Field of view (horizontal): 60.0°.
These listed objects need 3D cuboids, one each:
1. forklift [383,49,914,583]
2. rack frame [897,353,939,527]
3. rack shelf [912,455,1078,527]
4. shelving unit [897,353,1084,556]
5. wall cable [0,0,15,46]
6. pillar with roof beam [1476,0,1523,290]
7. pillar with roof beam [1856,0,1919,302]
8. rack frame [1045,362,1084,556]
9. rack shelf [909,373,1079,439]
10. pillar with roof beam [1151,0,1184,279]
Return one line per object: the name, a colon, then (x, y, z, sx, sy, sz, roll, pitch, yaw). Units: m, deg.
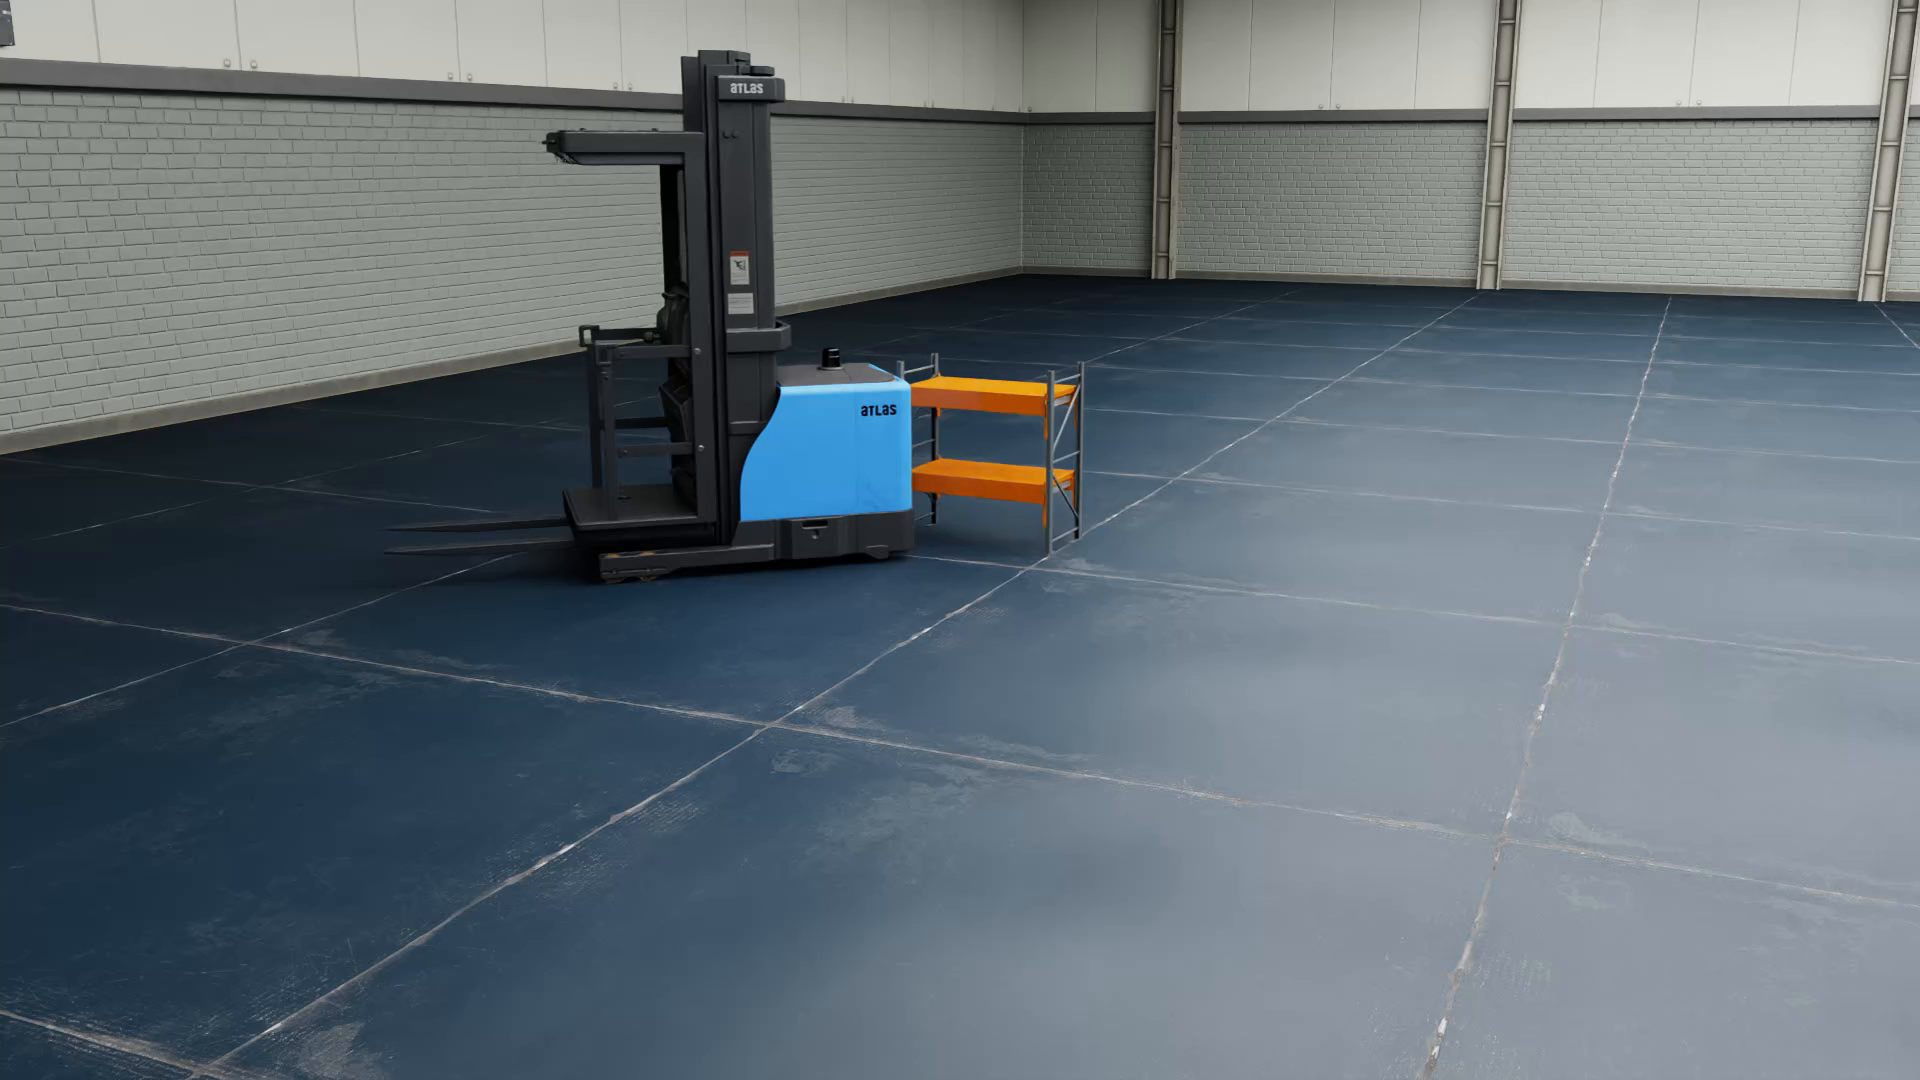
forklift: (-1.850, -1.314, 9.685, 3.031, 2.935, 1.130, -4, 14, -17)
rack frame: (-0.267, -0.606, 10.619, 0.032, 1.125, 0.500, 7, 15, 26)
rack shelf: (0.187, -0.316, 10.452, 1.000, 0.278, 0.538, 7, 15, 26)
shelving unit: (0.187, -0.554, 10.396, 1.048, 1.125, 0.538, 7, 15, 26)
wall cable: (-7.154, -7.009, 13.225, 0.169, 6.003, 2.305, 6, 14, 23)
pillar with roof beam: (7.645, -7.948, 24.671, 0.400, 9.000, 9.100, 6, 14, 23)
pillar with roof beam: (13.131, -7.393, 22.305, 0.400, 9.000, 9.100, 6, 14, 23)
rack frame: (0.641, -0.501, 10.173, 0.032, 1.125, 0.500, 7, 15, 26)
rack shelf: (0.187, -0.839, 10.329, 1.000, 0.278, 0.538, 7, 15, 26)
pillar with roof beam: (2.159, -8.503, 27.037, 0.400, 9.000, 9.100, 6, 14, 23)
